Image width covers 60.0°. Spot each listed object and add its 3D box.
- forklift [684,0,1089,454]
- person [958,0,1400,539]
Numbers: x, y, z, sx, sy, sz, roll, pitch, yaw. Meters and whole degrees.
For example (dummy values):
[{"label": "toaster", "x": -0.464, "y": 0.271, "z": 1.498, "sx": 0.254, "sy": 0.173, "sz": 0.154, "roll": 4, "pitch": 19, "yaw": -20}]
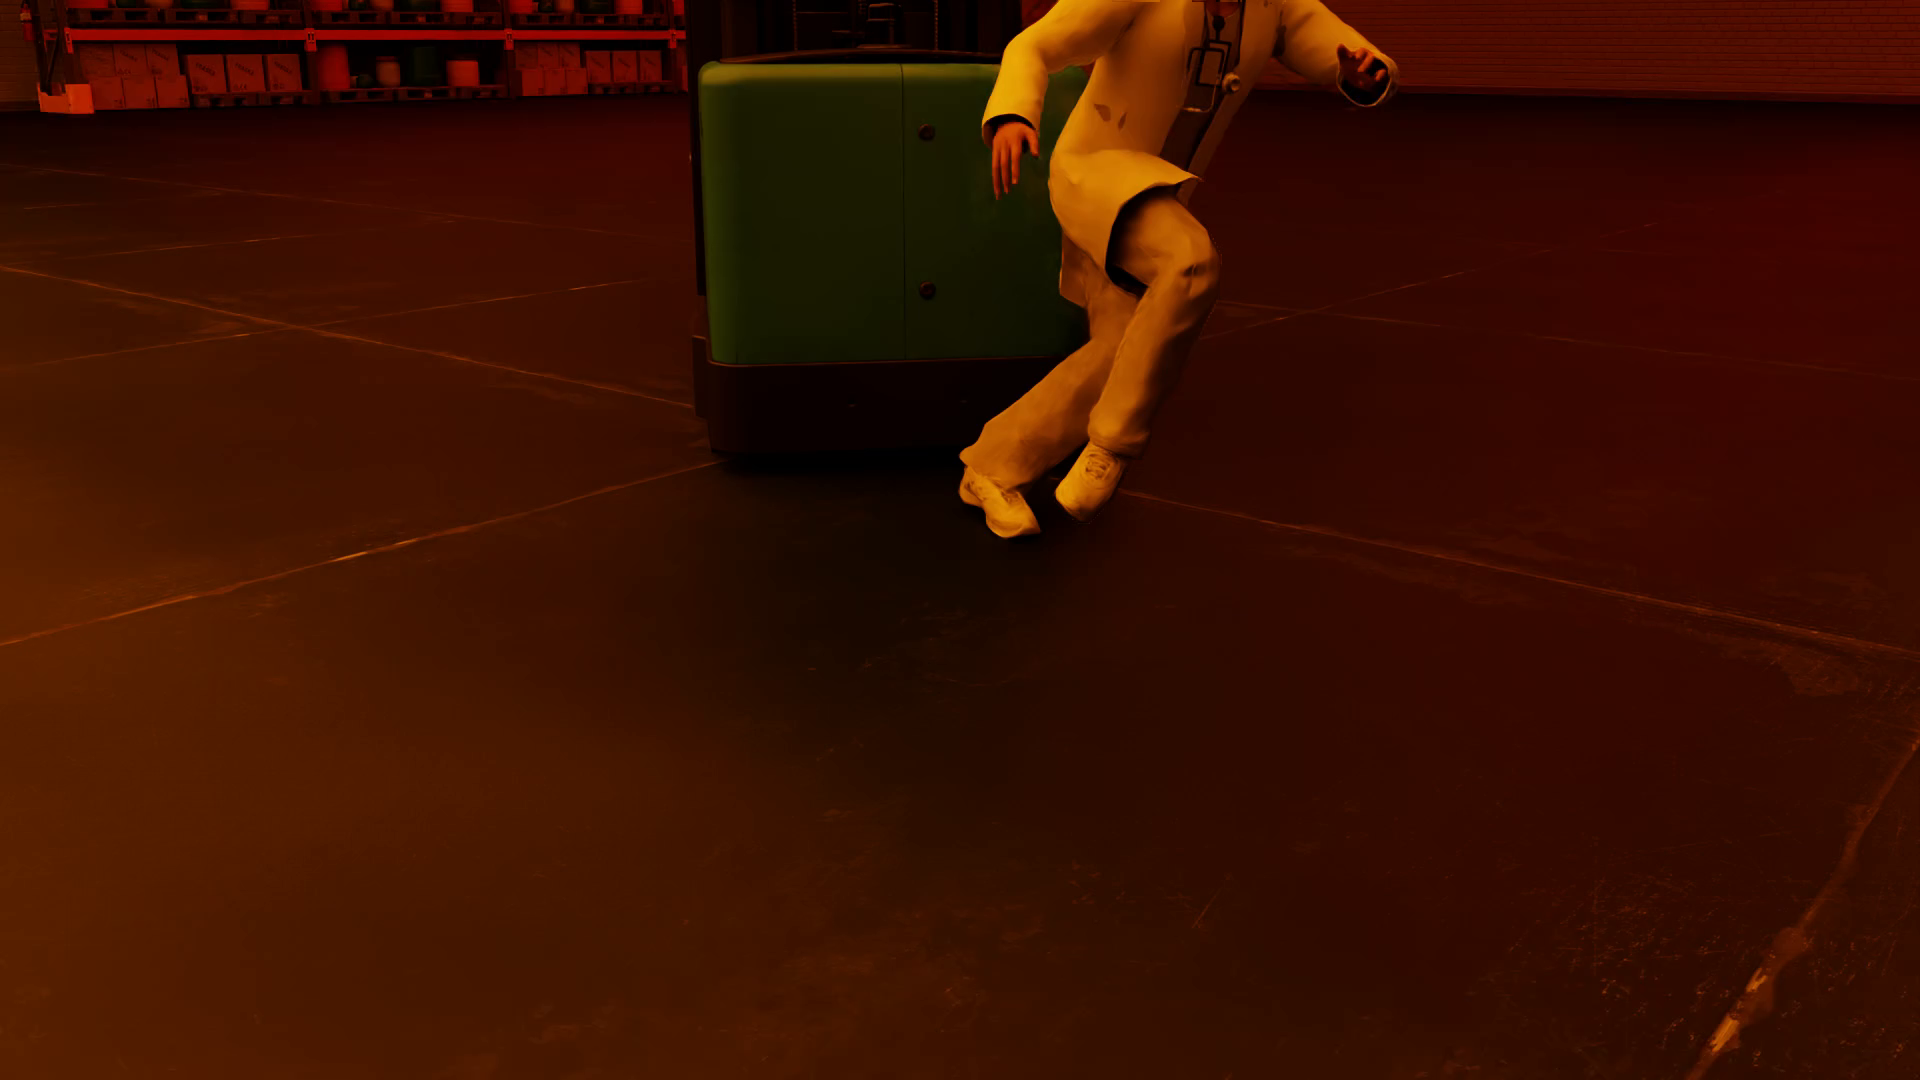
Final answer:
[{"label": "forklift", "x": -0.384, "y": -2.018, "z": 5.542, "sx": 1.130, "sy": 2.935, "sz": 3.031, "roll": -3, "pitch": 17, "yaw": -9}, {"label": "person", "x": 0.496, "y": -0.770, "z": 3.866, "sx": 1.033, "sy": 1.545, "sz": 0.906, "roll": -13, "pitch": 21, "yaw": -36}]
